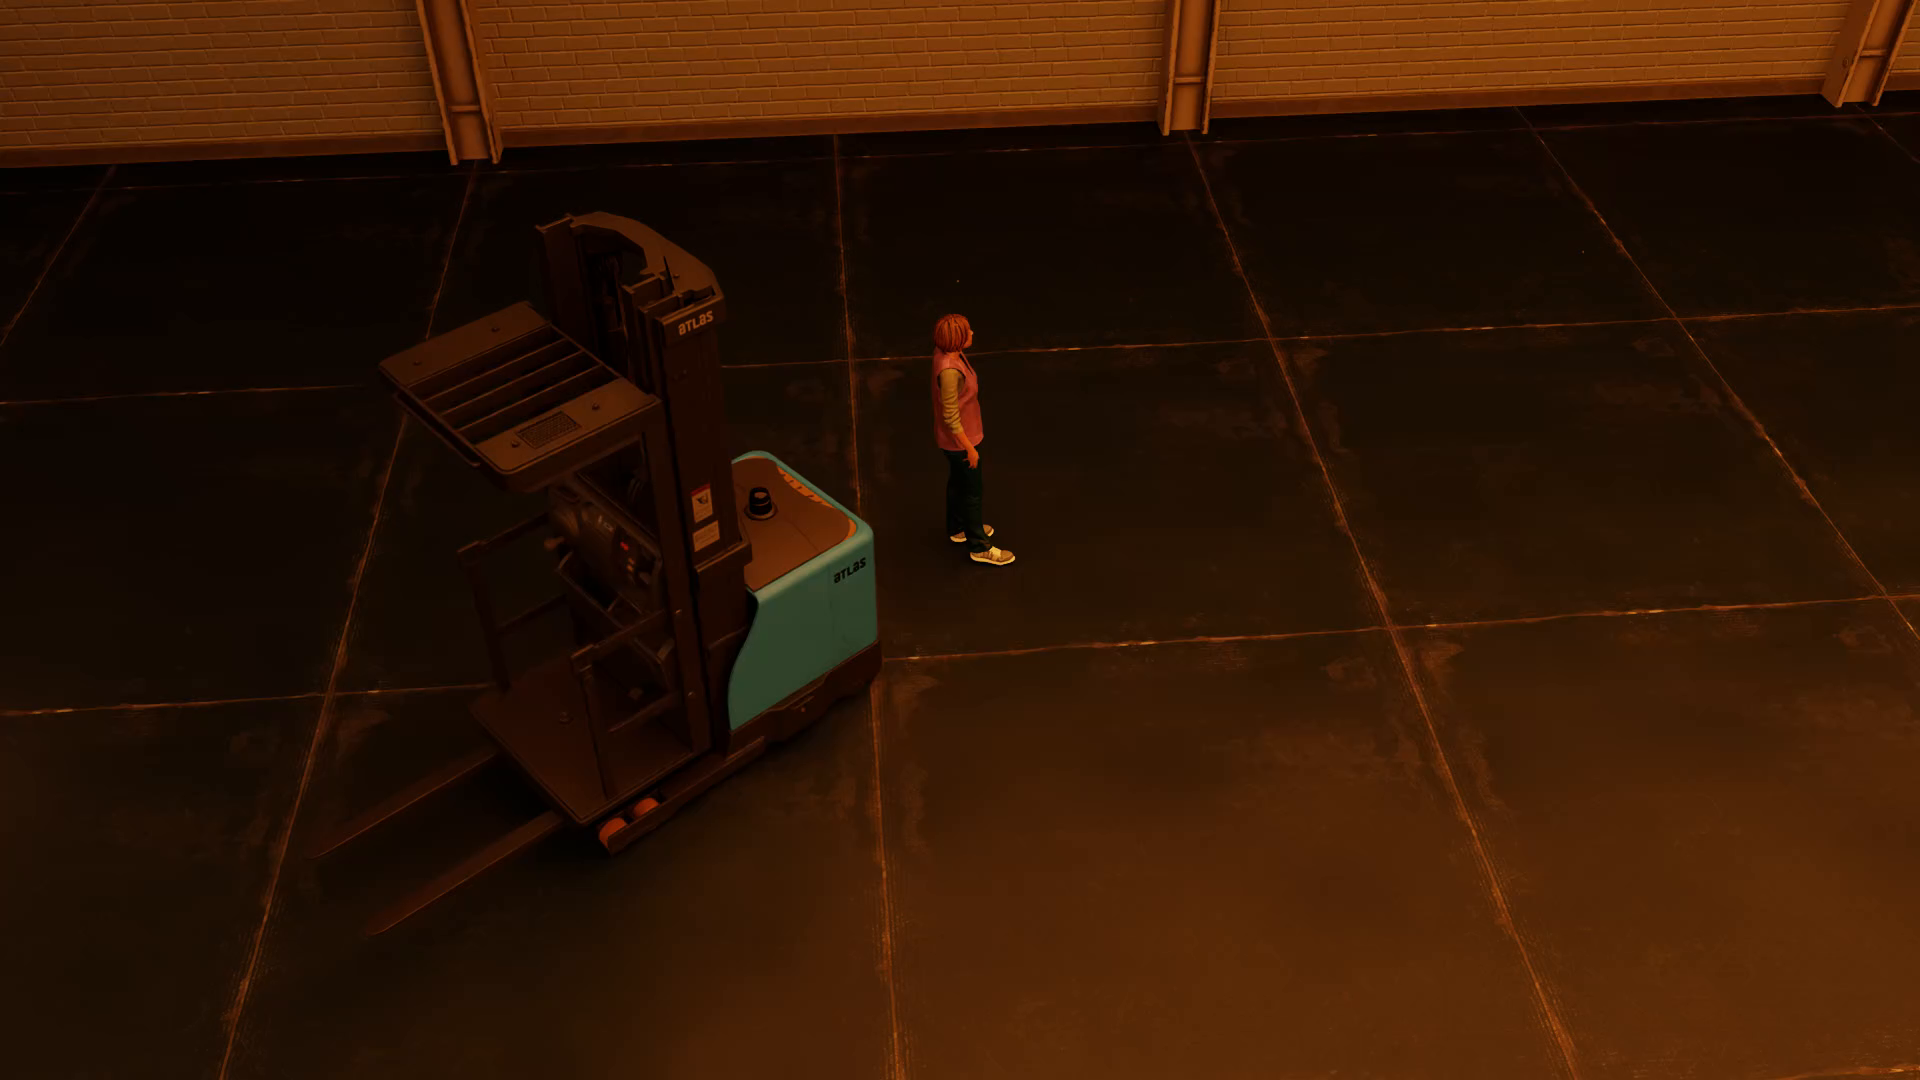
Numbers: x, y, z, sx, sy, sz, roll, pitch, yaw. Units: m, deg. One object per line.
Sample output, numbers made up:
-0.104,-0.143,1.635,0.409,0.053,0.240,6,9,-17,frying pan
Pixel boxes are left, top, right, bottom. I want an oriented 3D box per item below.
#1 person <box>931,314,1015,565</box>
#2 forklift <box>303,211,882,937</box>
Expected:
0.075,-0.608,9.663,0.475,1.598,0.519,-3,41,-4,person
-1.857,0.065,7.862,3.031,2.935,1.130,-31,49,-31,forklift
